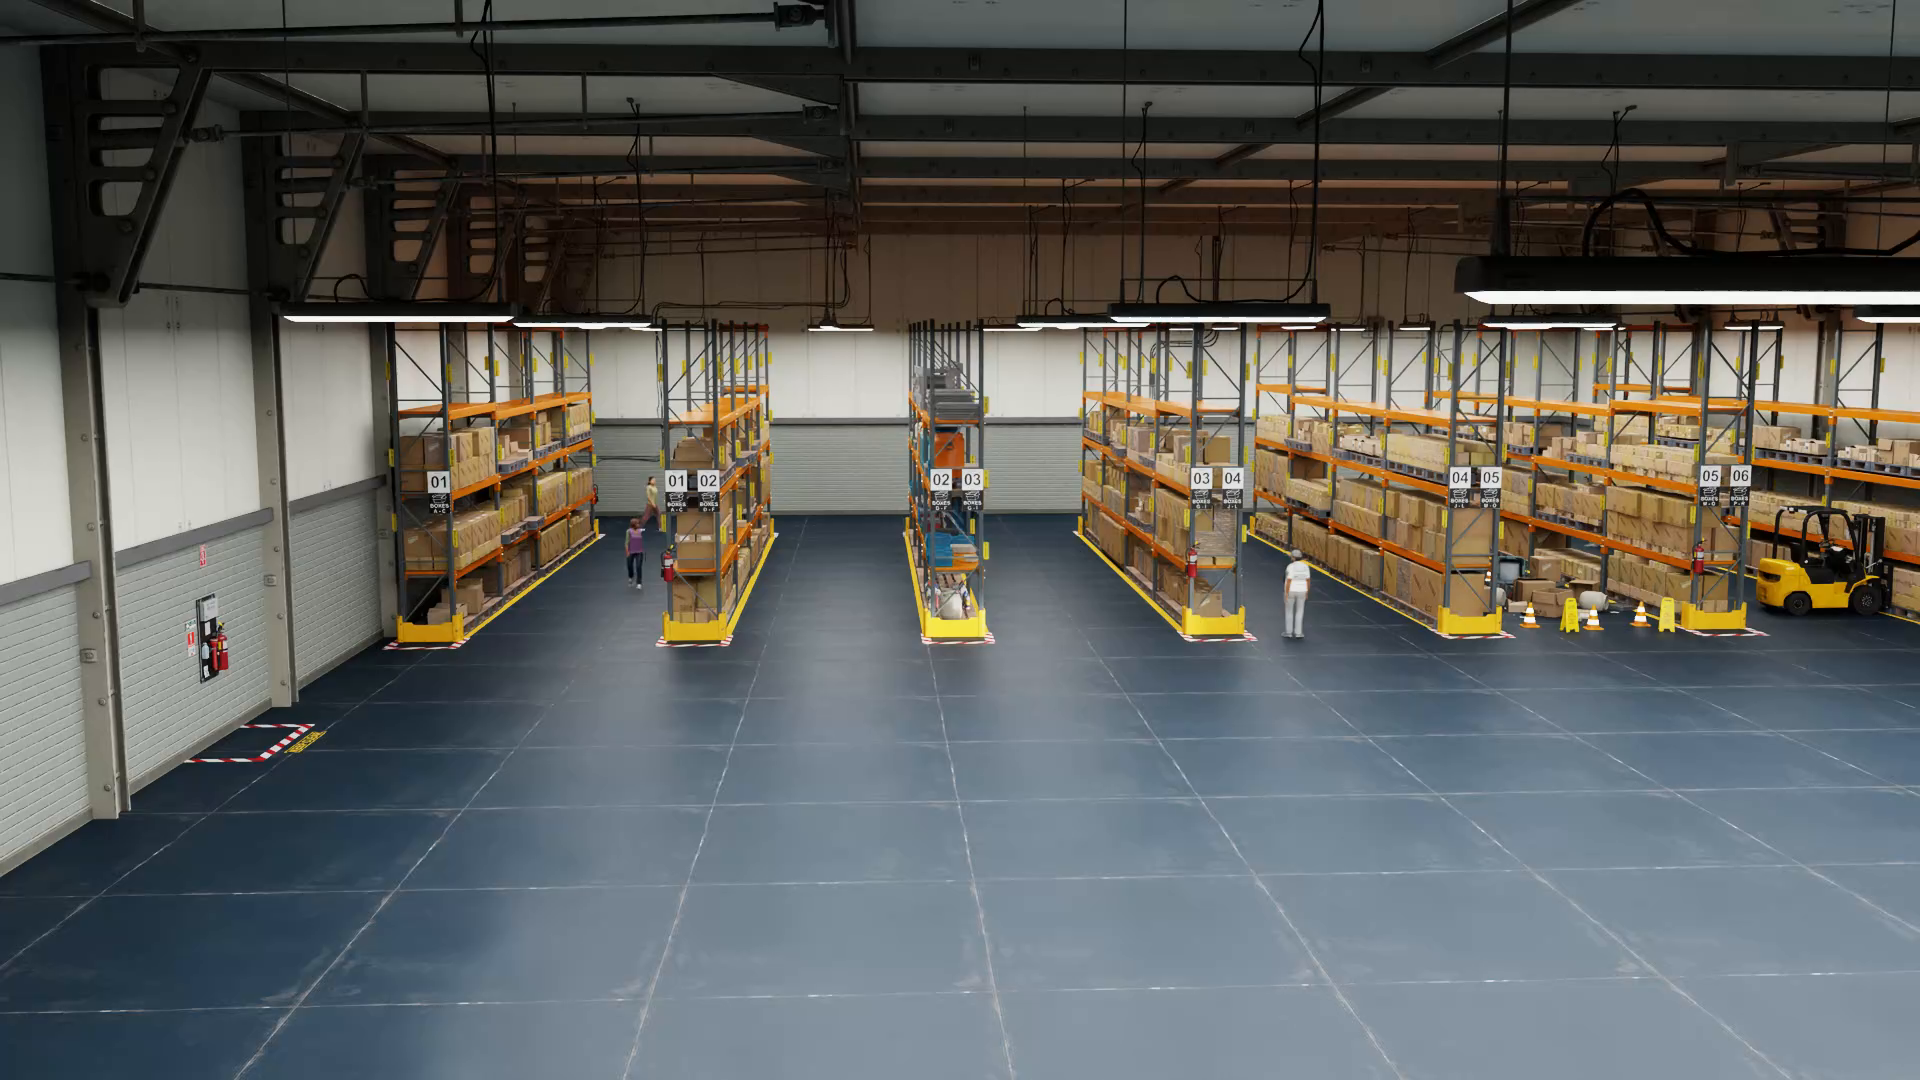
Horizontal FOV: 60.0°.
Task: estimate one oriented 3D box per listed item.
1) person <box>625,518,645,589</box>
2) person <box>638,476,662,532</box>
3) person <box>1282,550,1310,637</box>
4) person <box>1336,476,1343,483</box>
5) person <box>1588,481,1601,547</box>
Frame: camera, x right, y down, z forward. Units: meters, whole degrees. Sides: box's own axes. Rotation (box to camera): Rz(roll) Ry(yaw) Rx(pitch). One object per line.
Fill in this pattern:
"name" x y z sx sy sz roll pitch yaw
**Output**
"person" -7.328 0.296 37.503 0.446 1.594 0.479 -1 7 -8
"person" -8.892 -1.038 48.142 1.020 1.621 0.531 -1 7 -4
"person" 6.375 1.009 31.488 0.504 1.667 0.428 1 7 11
"person" 10.555 -0.890 46.369 0.431 1.793 0.585 2 7 16
"person" 17.245 -0.710 45.031 0.437 1.778 0.557 1 7 9
